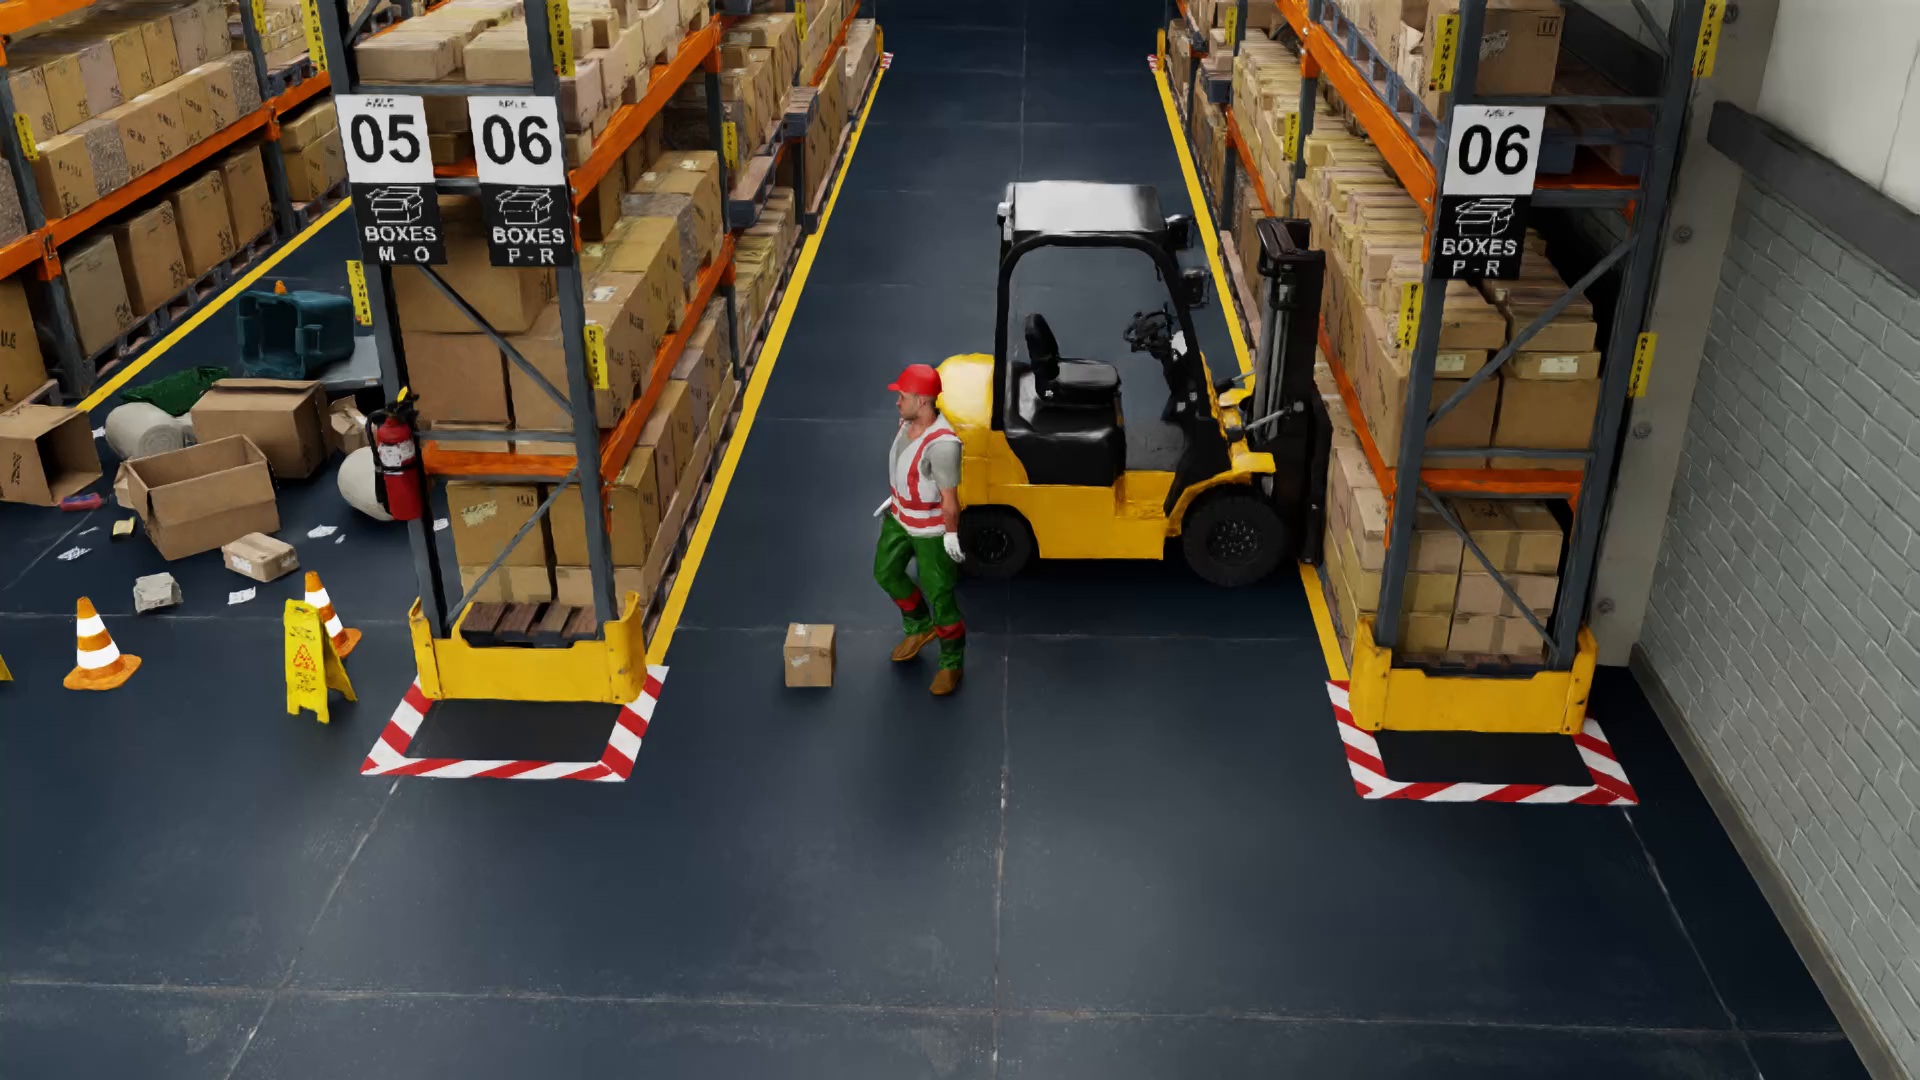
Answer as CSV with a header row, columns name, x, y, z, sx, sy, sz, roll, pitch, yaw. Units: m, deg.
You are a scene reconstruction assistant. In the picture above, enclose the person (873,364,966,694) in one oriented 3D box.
name,x,y,z,sx,sy,sz,roll,pitch,yaw
person,-0.209,-0.091,8.697,0.373,1.789,0.617,-15,31,-26
